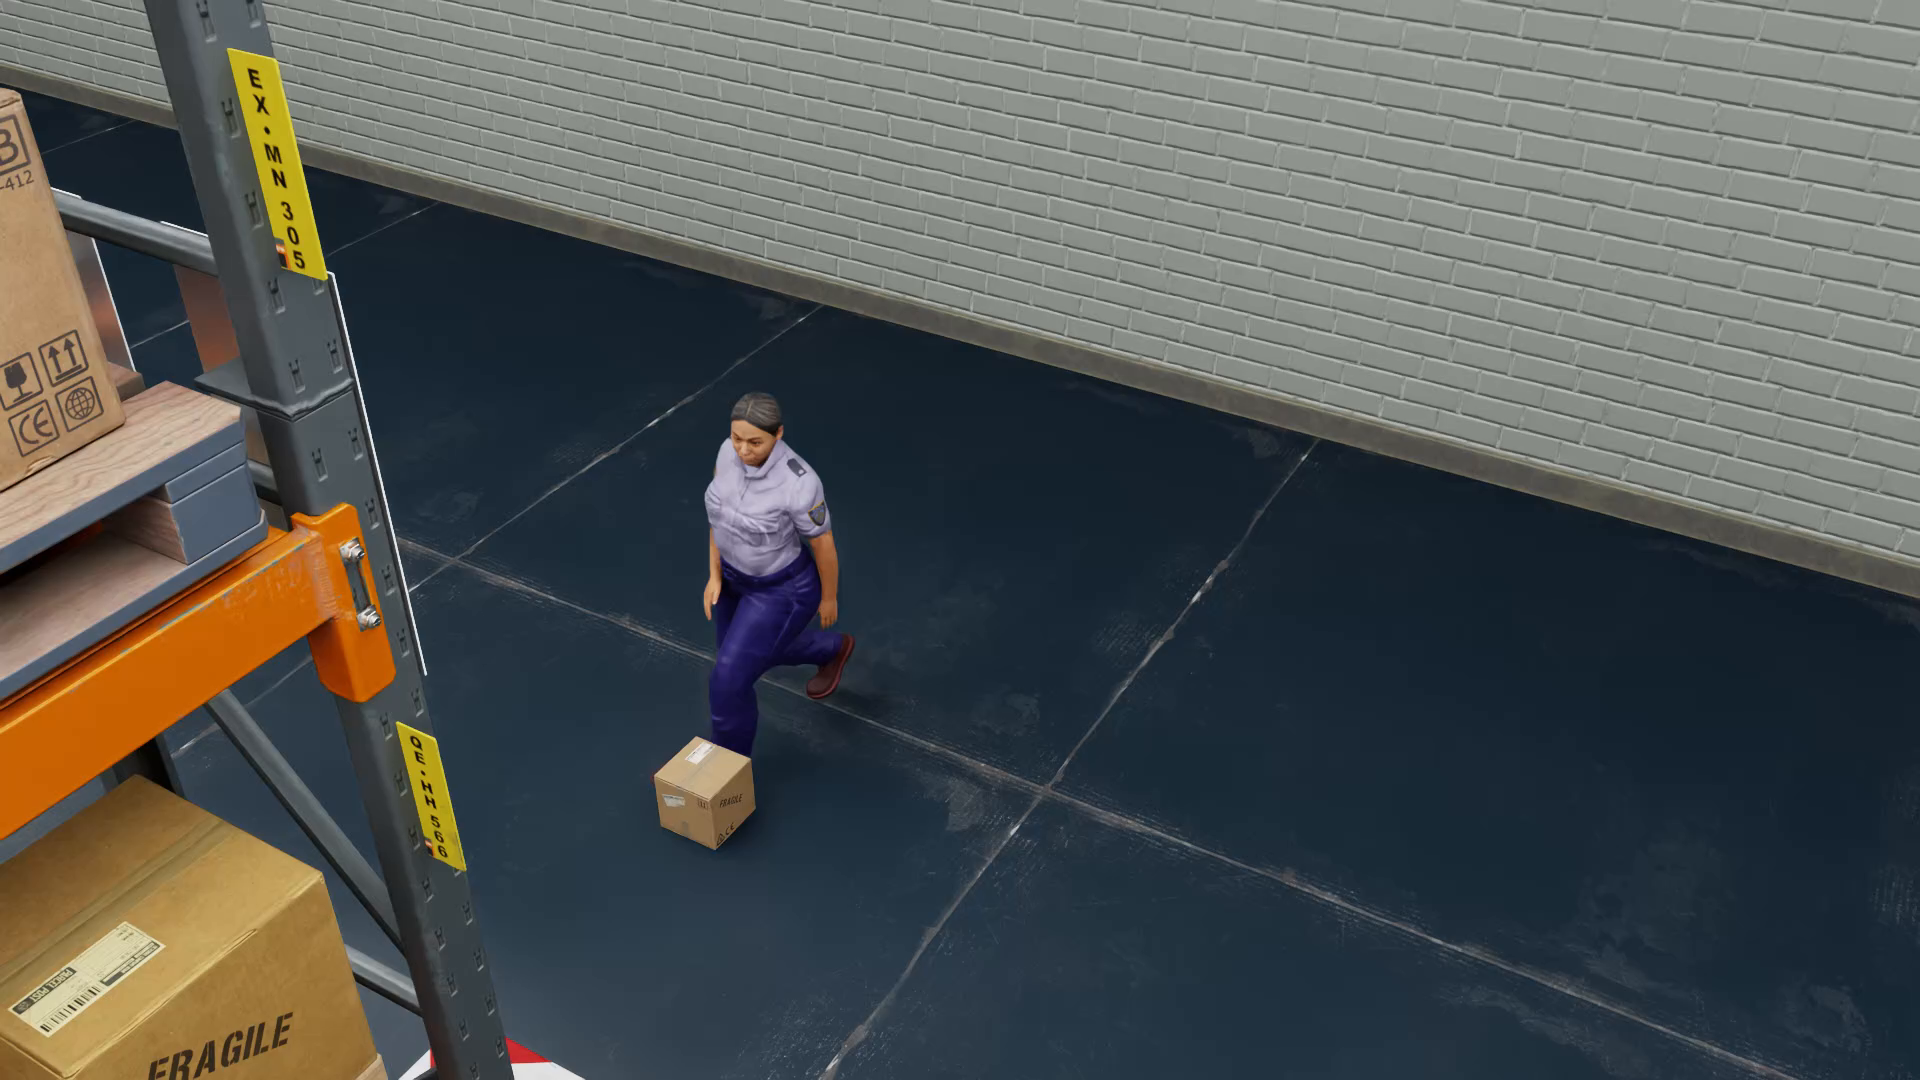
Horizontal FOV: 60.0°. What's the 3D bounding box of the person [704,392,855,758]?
[{"bbox_3d":[-0.730,0.151,5.991,0.943,1.555,0.467,-27,43,-34],"label":"person"}]
